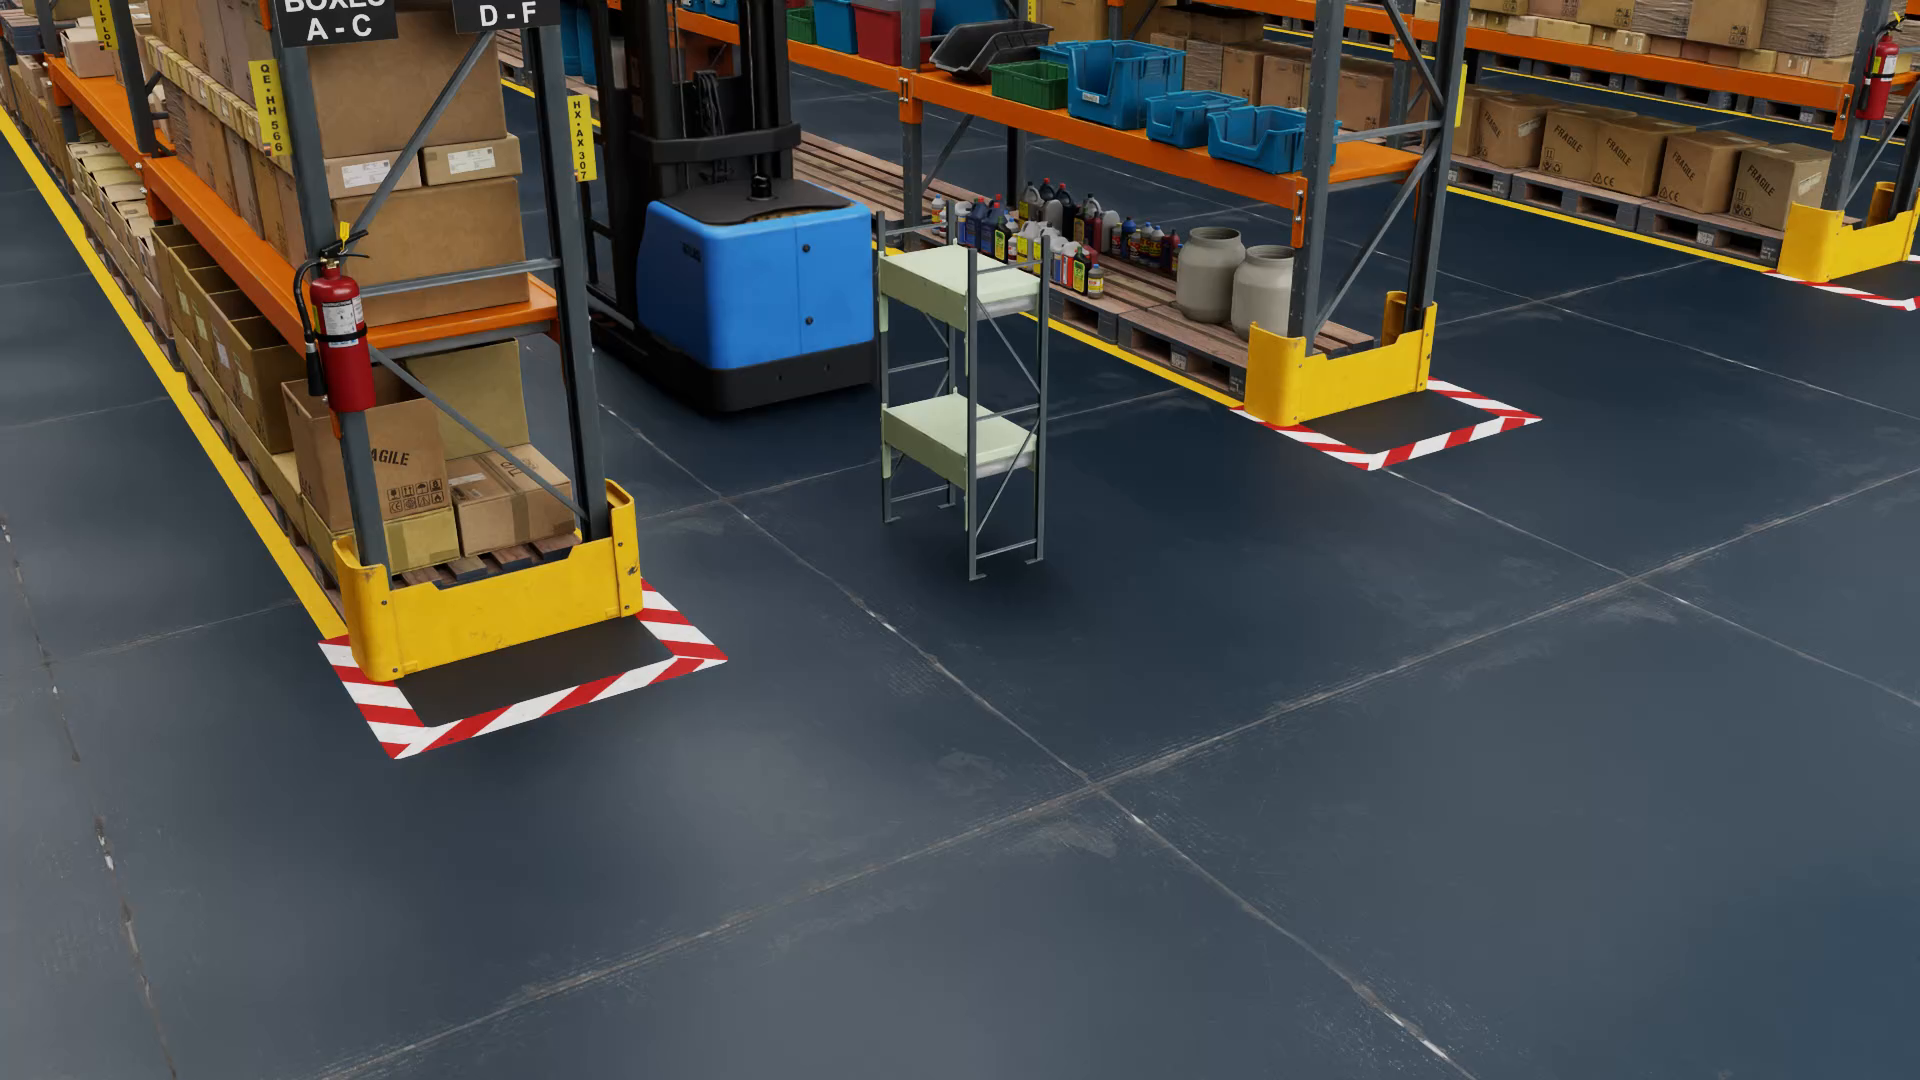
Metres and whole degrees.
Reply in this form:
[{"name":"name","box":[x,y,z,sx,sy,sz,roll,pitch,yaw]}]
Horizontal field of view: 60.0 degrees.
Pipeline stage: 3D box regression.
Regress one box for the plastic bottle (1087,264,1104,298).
[{"name":"plastic bottle","box":[0.853,-1.632,10.456,0.097,0.201,0.097,0,25,0]}]

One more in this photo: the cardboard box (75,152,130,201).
[{"name":"cardboard box","box":[-5.963,-2.611,11.838,0.500,0.311,0.500,-16,30,-31]}]

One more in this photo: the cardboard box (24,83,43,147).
[{"name":"cardboard box","box":[-7.853,-3.753,14.599,0.500,0.500,0.500,-15,29,-29]}]

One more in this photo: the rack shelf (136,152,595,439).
[{"name":"rack shelf","box":[-3.021,-1.381,8.004,1.077,0.370,4.000,-16,29,-30]}]

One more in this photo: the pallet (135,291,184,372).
[{"name":"pallet","box":[-4.548,-1.415,10.500,1.003,0.211,1.213,-16,29,-30]}]

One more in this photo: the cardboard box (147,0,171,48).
[{"name":"cardboard box","box":[-3.866,-2.896,8.734,0.700,0.500,0.500,-15,29,-29]}]

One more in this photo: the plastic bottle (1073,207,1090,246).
[{"name":"plastic bottle","box":[0.841,-2.165,11.488,0.061,0.283,0.133,-16,29,-30]}]

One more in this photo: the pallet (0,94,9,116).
[{"name":"pallet","box":[-9.525,-4.704,17.469,1.003,0.211,1.213,-16,29,-30]}]

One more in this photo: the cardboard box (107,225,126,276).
[{"name":"cardboard box","box":[-5.413,-1.995,11.192,0.500,0.250,0.500,-15,29,-29]}]

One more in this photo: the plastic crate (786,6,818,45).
[{"name":"plastic crate","box":[-1.148,-4.036,13.034,0.450,0.188,0.662,-16,29,-30]}]

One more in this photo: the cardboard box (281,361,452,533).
[{"name":"cardboard box","box":[-2.472,-0.399,6.932,0.500,0.500,0.500,-16,29,-30]}]

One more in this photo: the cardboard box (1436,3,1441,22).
[{"name":"cardboard box","box":[4.180,-4.376,13.800,0.380,0.149,0.250,-16,29,-30]}]

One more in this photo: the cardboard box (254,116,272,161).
[{"name":"cardboard box","box":[-2.717,-1.697,6.954,0.380,0.149,0.250,-15,29,-29]}]

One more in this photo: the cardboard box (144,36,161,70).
[{"name":"cardboard box","box":[-4.129,-2.619,8.907,0.380,0.149,0.250,-16,29,-30]}]

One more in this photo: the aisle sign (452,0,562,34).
[{"name":"aisle sign","box":[-1.637,-2.214,5.882,0.394,0.787,0.004,-16,29,-30]}]

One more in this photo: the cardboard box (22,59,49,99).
[{"name":"cardboard box","box":[-7.600,-3.924,14.082,0.500,0.250,0.500,-16,30,-31]}]

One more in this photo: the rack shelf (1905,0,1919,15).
[{"name":"rack shelf","box":[9.492,-4.808,15.263,1.077,0.370,4.000,-16,29,-30]}]

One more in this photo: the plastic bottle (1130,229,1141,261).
[{"name":"plastic bottle","box":[1.198,-1.992,11.219,0.097,0.201,0.097,0,25,0]}]

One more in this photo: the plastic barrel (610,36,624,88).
[{"name":"plastic barrel","box":[-3.426,-4.826,16.882,0.421,0.512,0.421,0,25,0]}]

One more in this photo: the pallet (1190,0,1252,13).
[{"name":"pallet","box":[3.636,-7.681,23.773,1.003,0.211,1.213,-16,29,-30]}]

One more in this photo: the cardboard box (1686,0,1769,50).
[{"name":"cardboard box","box":[5.722,-3.832,11.888,0.875,0.500,0.500,-16,29,-30]}]

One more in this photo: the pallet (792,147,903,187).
[{"name":"pallet","box":[-1.092,-3.022,13.905,1.003,0.211,1.213,-16,29,-30]}]

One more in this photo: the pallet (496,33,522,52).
[{"name":"pallet","box":[-5.432,-5.866,19.928,1.003,0.211,1.213,-16,29,-30]}]

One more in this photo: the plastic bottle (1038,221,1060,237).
[{"name":"plastic bottle","box":[0.577,-1.980,11.106,0.152,0.276,0.135,-16,29,-30]}]

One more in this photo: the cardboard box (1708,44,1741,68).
[{"name":"cardboard box","box":[5.605,-3.498,11.941,0.380,0.149,0.250,-16,29,-30]}]

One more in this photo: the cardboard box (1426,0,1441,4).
[{"name":"cardboard box","box":[4.383,-4.733,13.797,0.875,0.500,0.500,-16,29,-30]}]

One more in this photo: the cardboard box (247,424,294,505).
[{"name":"cardboard box","box":[-3.027,-0.415,7.844,0.500,0.250,0.500,-16,29,-30]}]

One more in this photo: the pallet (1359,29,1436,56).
[{"name":"pallet","box":[5.791,-6.298,20.844,1.003,0.211,1.213,-16,29,-30]}]

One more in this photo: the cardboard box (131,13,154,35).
[{"name":"cardboard box","box":[-5.080,-3.113,10.713,0.500,0.500,0.500,-15,29,-29]}]

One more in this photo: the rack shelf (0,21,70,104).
[{"name":"rack shelf","box":[-7.389,-4.242,14.065,1.077,0.370,4.000,-16,29,-30]}]

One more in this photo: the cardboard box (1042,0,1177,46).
[{"name":"cardboard box","box":[1.646,-5.640,18.181,1.225,0.875,0.875,-17,30,-32]}]

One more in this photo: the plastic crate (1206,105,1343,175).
[{"name":"plastic crate","box":[1.699,-2.186,9.041,0.499,0.251,0.616,-16,29,-30]}]

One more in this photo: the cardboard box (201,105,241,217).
[{"name":"cardboard box","box":[-3.302,-1.942,8.233,0.700,0.500,0.500,-15,29,-29]}]

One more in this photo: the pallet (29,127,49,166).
[{"name":"pallet","box":[-8.005,-3.740,15.425,1.003,0.211,1.213,-16,29,-30]}]

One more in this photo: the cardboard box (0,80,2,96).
[{"name":"cardboard box","box":[-9.439,-4.672,16.767,0.500,0.311,0.500,-16,29,-30]}]

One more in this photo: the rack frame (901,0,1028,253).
[{"name":"rack frame","box":[0.039,-3.575,11.808,1.000,3.000,0.127,-16,29,-30]}]

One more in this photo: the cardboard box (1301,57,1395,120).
[{"name":"cardboard box","box":[3.627,-4.197,15.539,0.700,0.500,0.500,-16,29,-30]}]

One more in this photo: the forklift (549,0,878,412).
[{"name":"forklift","box":[-1.698,-2.603,9.830,1.130,2.935,3.031,-16,29,-30]}]

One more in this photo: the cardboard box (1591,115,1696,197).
[{"name":"cardboard box","box":[5.365,-3.019,13.068,0.500,0.500,0.500,-13,28,-25]}]

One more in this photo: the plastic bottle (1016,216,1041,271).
[{"name":"plastic bottle","box":[0.467,-1.971,10.998,0.144,0.351,0.185,-16,30,-30]}]

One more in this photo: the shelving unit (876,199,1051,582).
[{"name":"shelving unit","box":[0.004,-0.676,7.425,0.431,1.500,0.755,-16,29,-30]}]

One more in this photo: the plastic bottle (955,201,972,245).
[{"name":"plastic bottle","box":[0.045,-2.216,11.606,0.152,0.276,0.135,-14,29,-28]}]

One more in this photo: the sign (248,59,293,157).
[{"name":"sign","box":[-2.392,-1.500,5.780,0.100,0.325,0.005,-16,29,-30]}]

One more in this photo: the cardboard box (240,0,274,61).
[{"name":"cardboard box","box":[-2.494,-1.998,6.833,0.700,0.500,0.500,-16,30,-31]}]

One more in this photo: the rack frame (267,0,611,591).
[{"name":"rack frame","box":[-1.930,-0.991,6.335,1.000,3.000,0.127,-16,29,-30]}]

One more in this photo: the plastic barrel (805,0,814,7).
[{"name":"plastic barrel","box":[-1.174,-4.587,13.822,0.421,0.512,0.421,0,25,0]}]

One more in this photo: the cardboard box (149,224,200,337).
[{"name":"cardboard box","box":[-4.122,-1.468,9.197,0.500,0.500,0.500,-16,29,-30]}]

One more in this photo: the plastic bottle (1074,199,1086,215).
[{"name":"plastic bottle","box":[0.861,-2.265,11.700,0.061,0.283,0.133,-13,28,-26]}]

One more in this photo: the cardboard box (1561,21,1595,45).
[{"name":"cardboard box","box":[4.884,-3.935,12.866,0.380,0.149,0.250,-16,29,-30]}]

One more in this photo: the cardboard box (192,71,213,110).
[{"name":"cardboard box","box":[-3.422,-2.159,7.932,0.380,0.149,0.250,-17,30,-31]}]

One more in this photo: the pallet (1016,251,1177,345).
[{"name":"pallet","box":[1.041,-1.627,10.949,1.003,0.211,1.213,-16,29,-30]}]

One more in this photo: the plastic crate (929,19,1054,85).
[{"name":"plastic crate","box":[0.218,-3.330,11.362,0.767,0.338,0.504,-16,29,-30]}]

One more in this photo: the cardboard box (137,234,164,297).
[{"name":"cardboard box","box":[-4.574,-1.700,9.909,0.500,0.311,0.500,-16,29,-30]}]

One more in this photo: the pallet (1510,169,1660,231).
[{"name":"pallet","box":[5.255,-2.799,13.432,1.003,0.211,1.213,-16,29,-30]}]
